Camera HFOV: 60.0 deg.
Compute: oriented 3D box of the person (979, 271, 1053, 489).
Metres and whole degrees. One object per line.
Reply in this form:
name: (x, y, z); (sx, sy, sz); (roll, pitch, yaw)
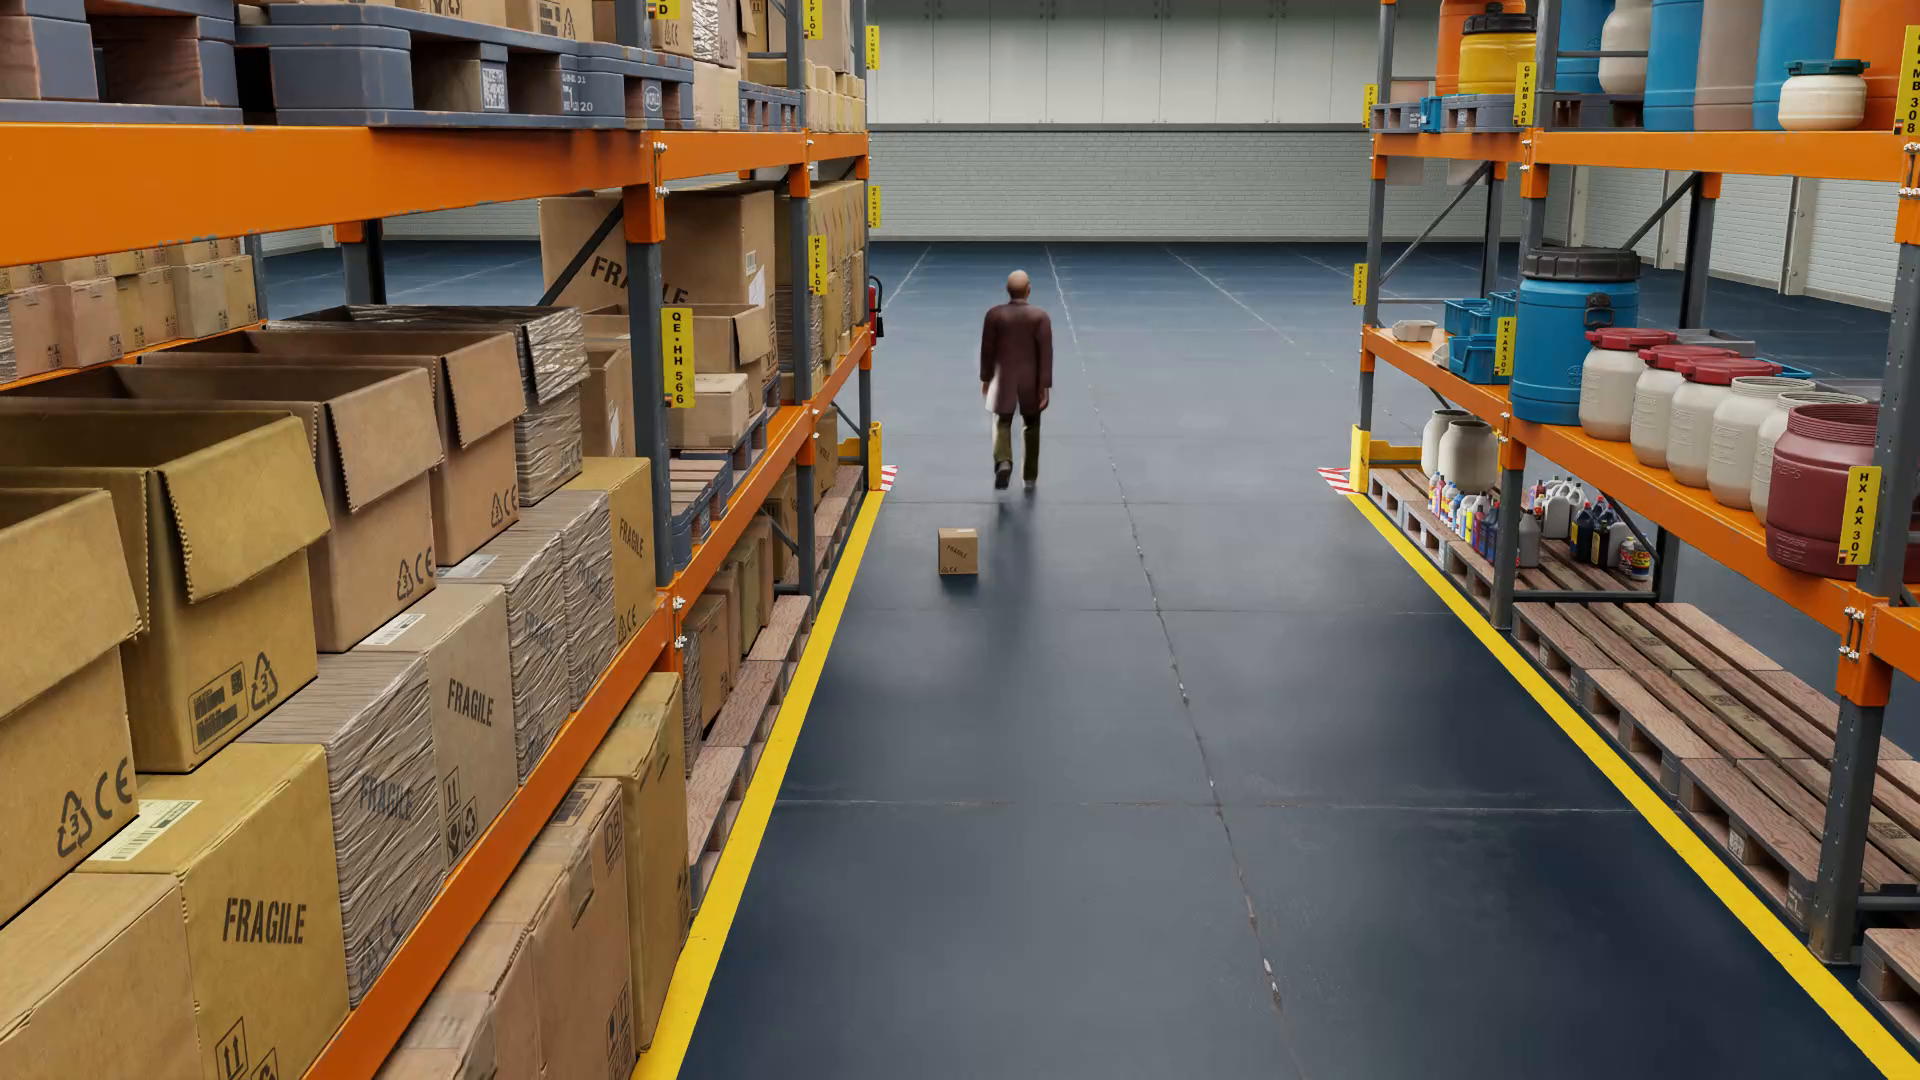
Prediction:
person: (0.436, -1.238, 13.083); (0.590, 1.747, 0.944); (1, 14, 4)
